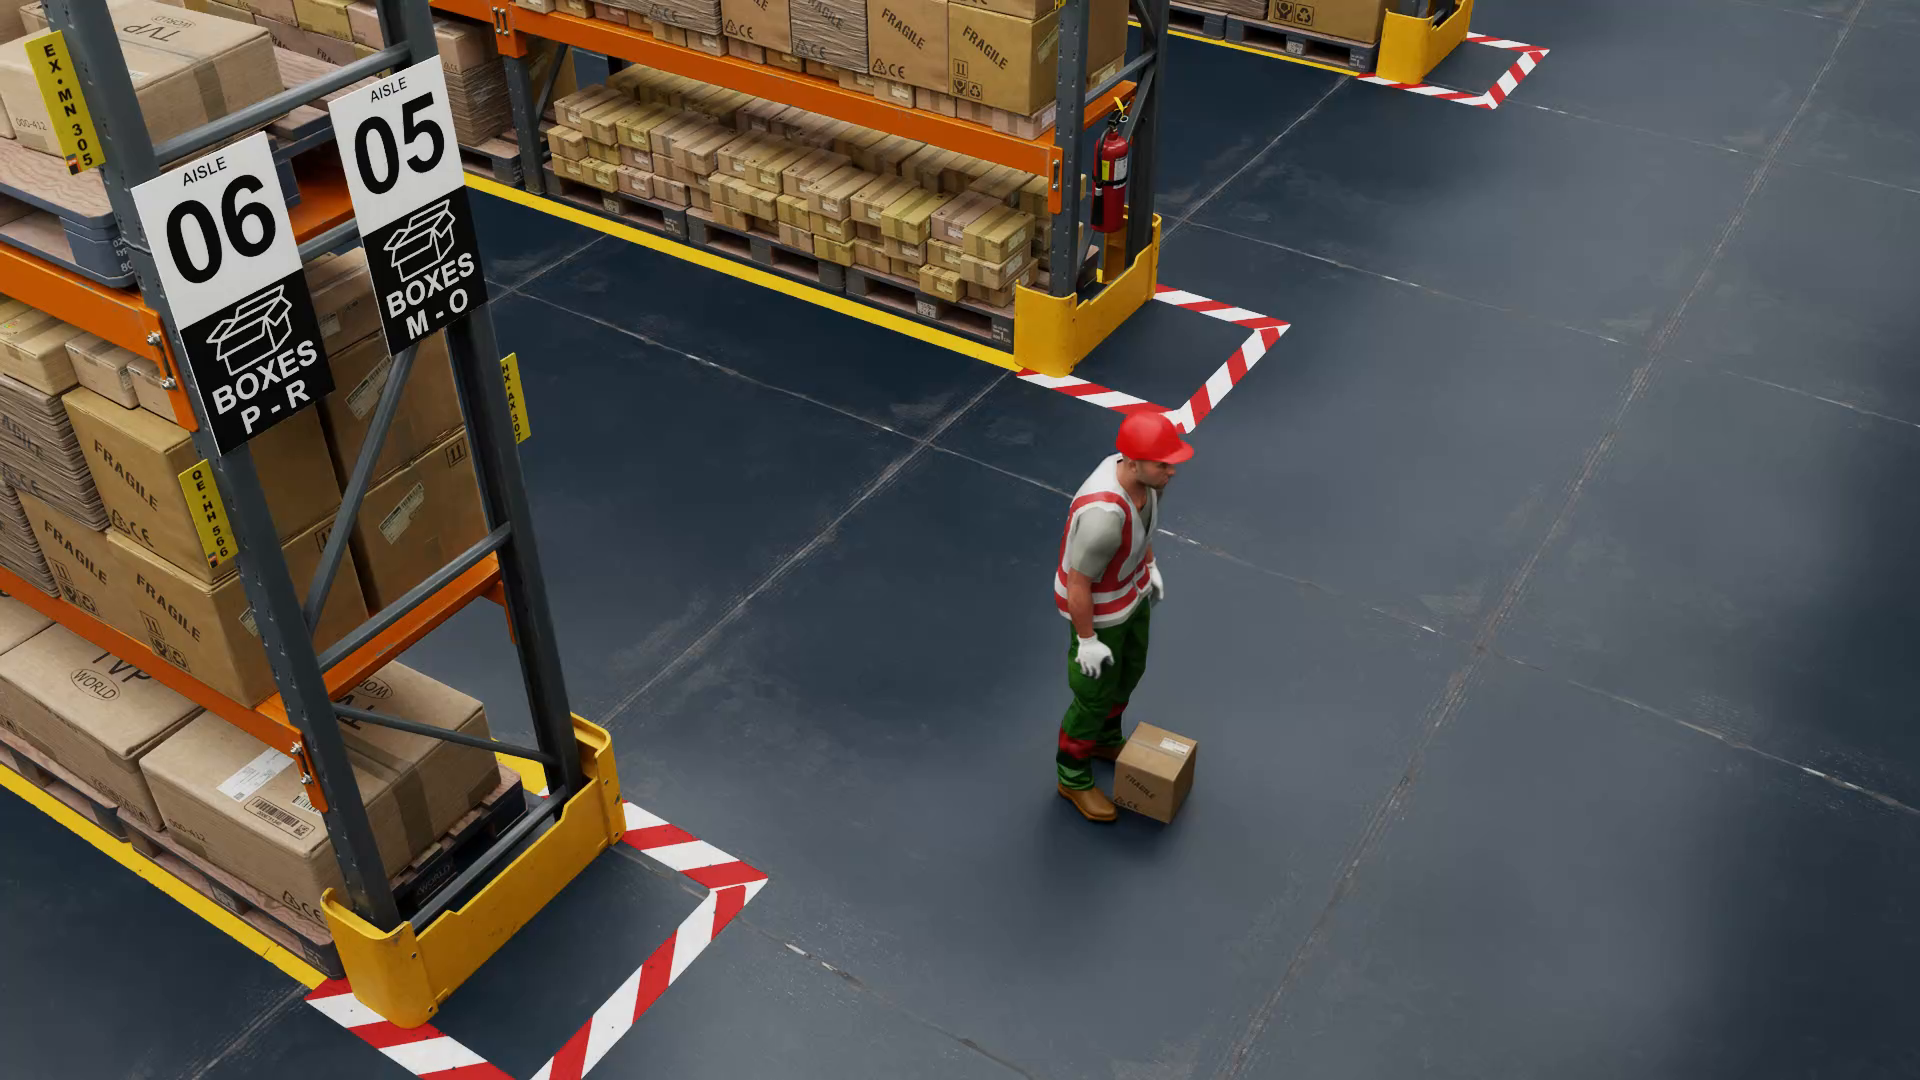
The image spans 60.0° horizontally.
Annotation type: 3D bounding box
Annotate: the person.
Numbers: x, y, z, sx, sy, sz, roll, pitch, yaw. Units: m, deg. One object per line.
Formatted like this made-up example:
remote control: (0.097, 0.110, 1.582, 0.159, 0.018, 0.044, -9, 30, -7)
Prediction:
person: (0.601, 0.258, 6.339, 0.454, 1.779, 0.621, 20, 42, 24)
